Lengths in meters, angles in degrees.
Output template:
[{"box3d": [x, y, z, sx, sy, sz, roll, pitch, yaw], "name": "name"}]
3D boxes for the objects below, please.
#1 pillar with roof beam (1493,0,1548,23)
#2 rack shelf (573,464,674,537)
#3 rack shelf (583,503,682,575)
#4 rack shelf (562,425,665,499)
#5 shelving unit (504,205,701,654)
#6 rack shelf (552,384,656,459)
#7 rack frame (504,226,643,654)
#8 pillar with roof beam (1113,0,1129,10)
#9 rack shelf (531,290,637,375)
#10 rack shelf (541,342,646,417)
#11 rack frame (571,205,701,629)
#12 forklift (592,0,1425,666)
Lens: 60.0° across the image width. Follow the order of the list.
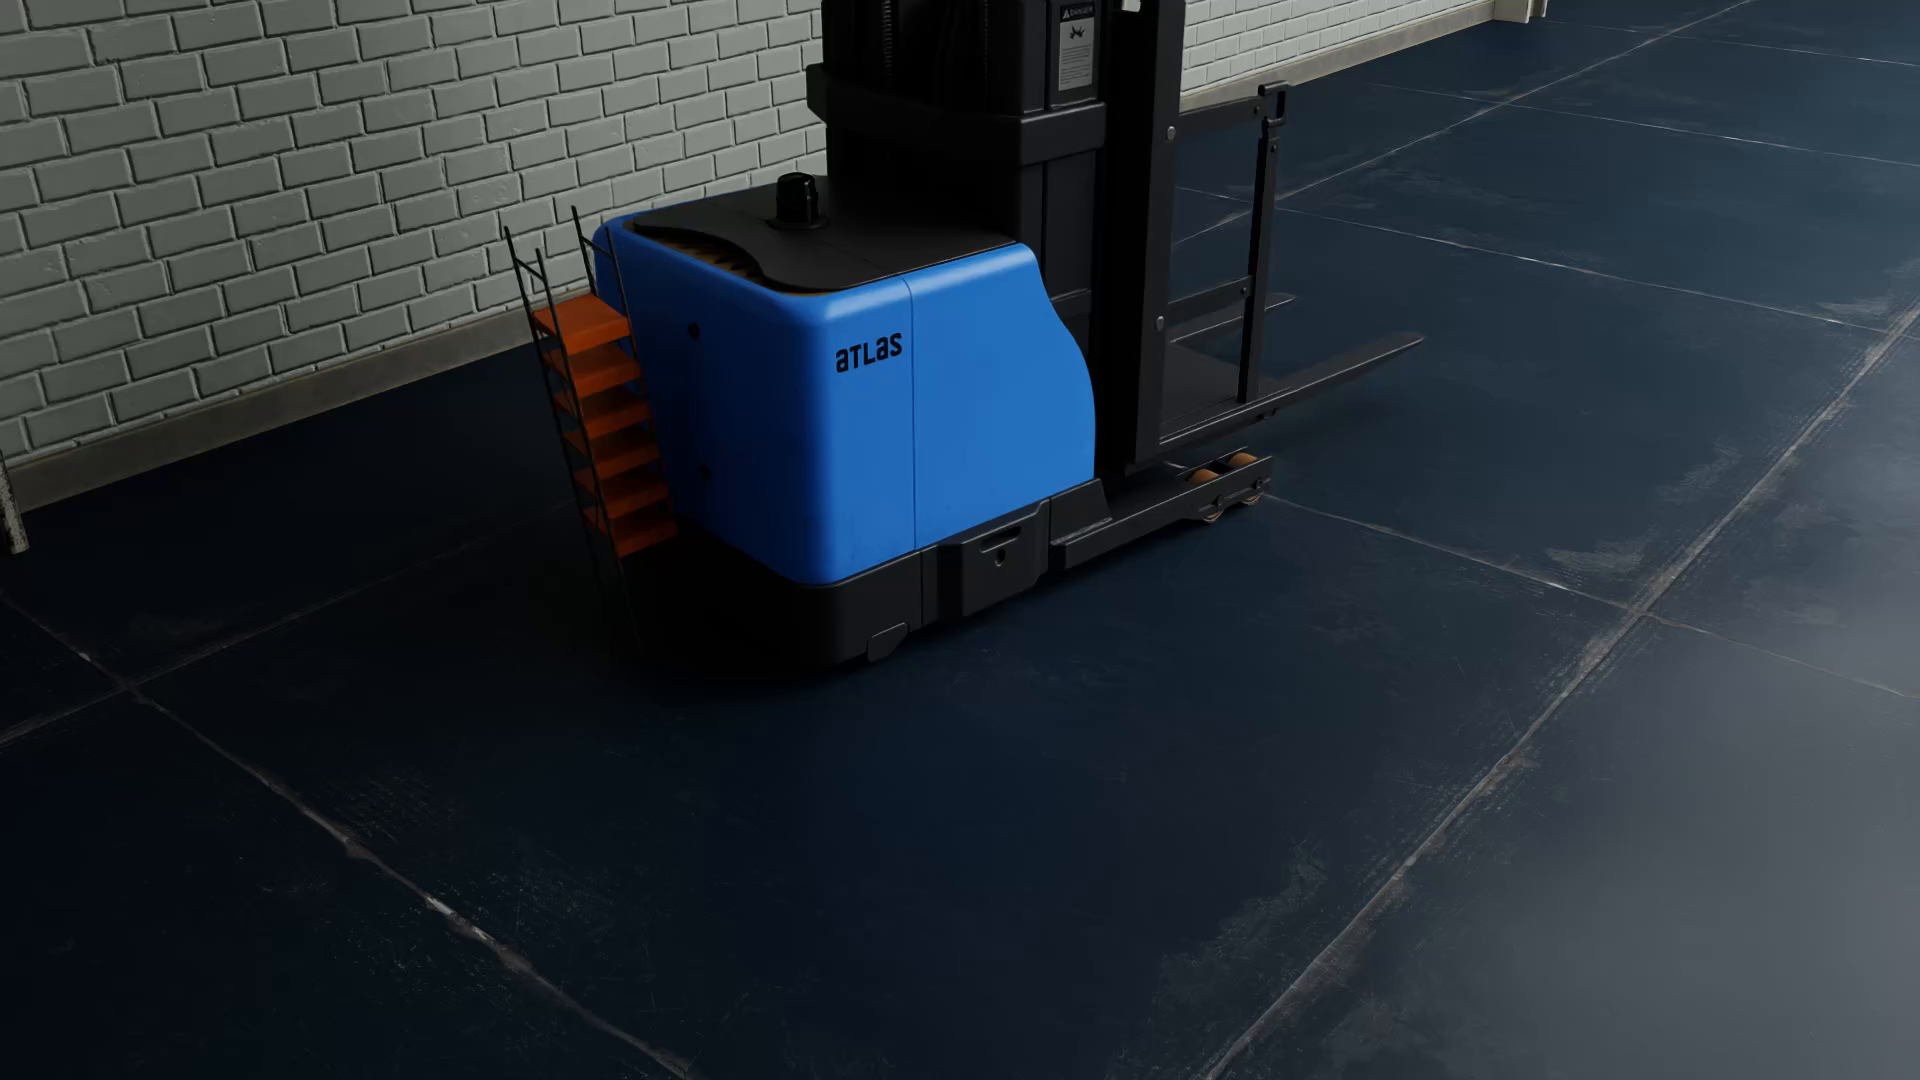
[{"box3d": [7.803, -6.942, 8.876, 9.100, 9.000, 0.400, 21, 34, 34], "name": "pillar with roof beam"}, {"box3d": [-0.924, -0.131, 4.535, 0.180, 0.103, 0.258, -24, 35, -25], "name": "rack shelf"}, {"box3d": [-0.911, -0.029, 4.597, 0.180, 0.103, 0.258, -24, 35, -25], "name": "rack shelf"}, {"box3d": [-0.936, -0.232, 4.473, 0.180, 0.103, 0.258, -24, 35, -25], "name": "rack shelf"}, {"box3d": [-0.941, -0.270, 4.450, 0.189, 1.200, 0.258, -24, 35, -25], "name": "shelving unit"}, {"box3d": [-0.949, -0.334, 4.411, 0.180, 0.103, 0.258, -24, 35, -25], "name": "rack shelf"}, {"box3d": [-1.017, -0.237, 4.411, 0.006, 1.200, 0.240, -24, 35, -25], "name": "rack frame"}, {"box3d": [3.986, -4.815, 4.764, 9.100, 9.000, 0.400, 21, 34, 34], "name": "pillar with roof beam"}, {"box3d": [-0.975, -0.538, 4.286, 0.180, 0.103, 0.258, -24, 35, -25], "name": "rack shelf"}, {"box3d": [-0.962, -0.436, 4.348, 0.180, 0.103, 0.258, -24, 35, -25], "name": "rack shelf"}, {"box3d": [-0.866, -0.304, 4.489, 0.006, 1.200, 0.240, -24, 35, -25], "name": "rack frame"}, {"box3d": [0.395, -1.521, 5.001, 3.031, 2.935, 1.130, -22, 35, -36], "name": "forklift"}]
